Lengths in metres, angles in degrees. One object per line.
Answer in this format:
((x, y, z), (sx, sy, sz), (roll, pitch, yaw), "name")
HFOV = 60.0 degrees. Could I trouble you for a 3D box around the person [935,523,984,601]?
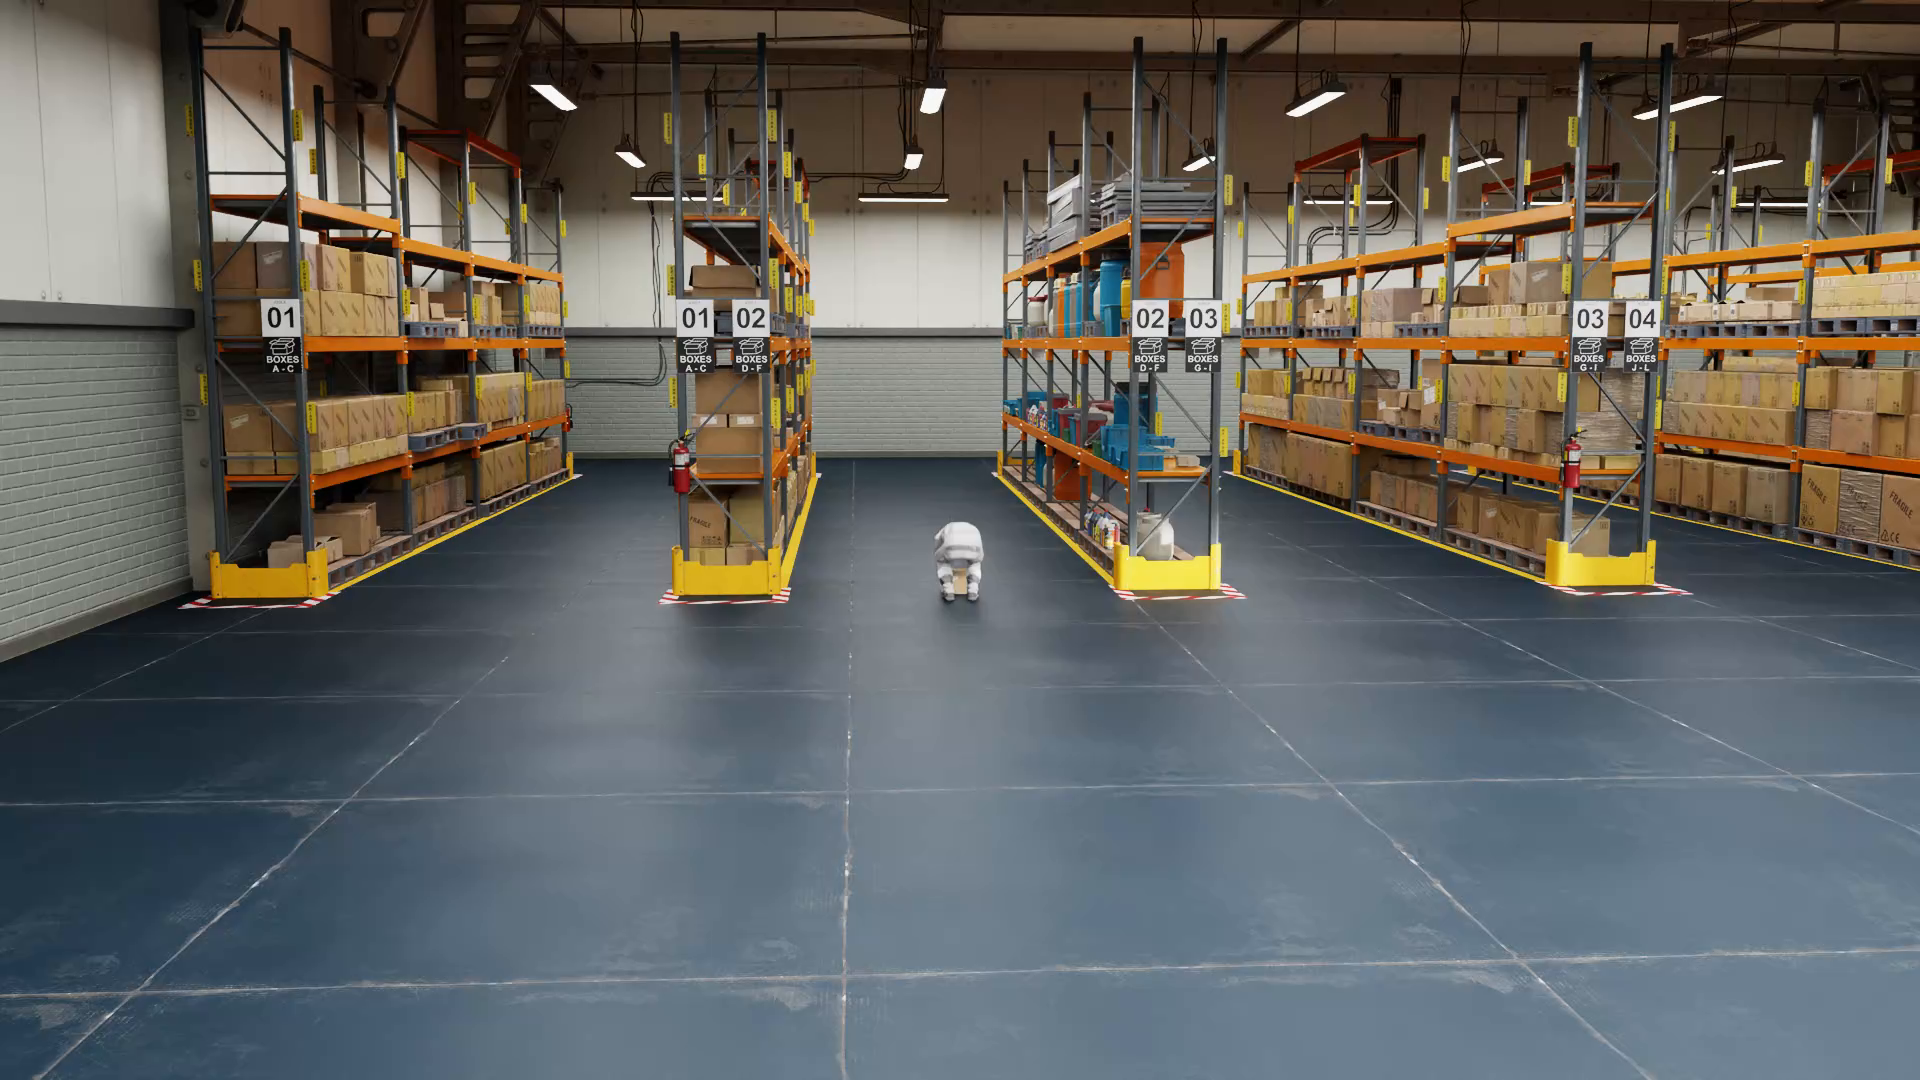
((-0.015, 0.221, 18.002), (0.530, 0.842, 0.967), (-1, 7, -5), "person")
